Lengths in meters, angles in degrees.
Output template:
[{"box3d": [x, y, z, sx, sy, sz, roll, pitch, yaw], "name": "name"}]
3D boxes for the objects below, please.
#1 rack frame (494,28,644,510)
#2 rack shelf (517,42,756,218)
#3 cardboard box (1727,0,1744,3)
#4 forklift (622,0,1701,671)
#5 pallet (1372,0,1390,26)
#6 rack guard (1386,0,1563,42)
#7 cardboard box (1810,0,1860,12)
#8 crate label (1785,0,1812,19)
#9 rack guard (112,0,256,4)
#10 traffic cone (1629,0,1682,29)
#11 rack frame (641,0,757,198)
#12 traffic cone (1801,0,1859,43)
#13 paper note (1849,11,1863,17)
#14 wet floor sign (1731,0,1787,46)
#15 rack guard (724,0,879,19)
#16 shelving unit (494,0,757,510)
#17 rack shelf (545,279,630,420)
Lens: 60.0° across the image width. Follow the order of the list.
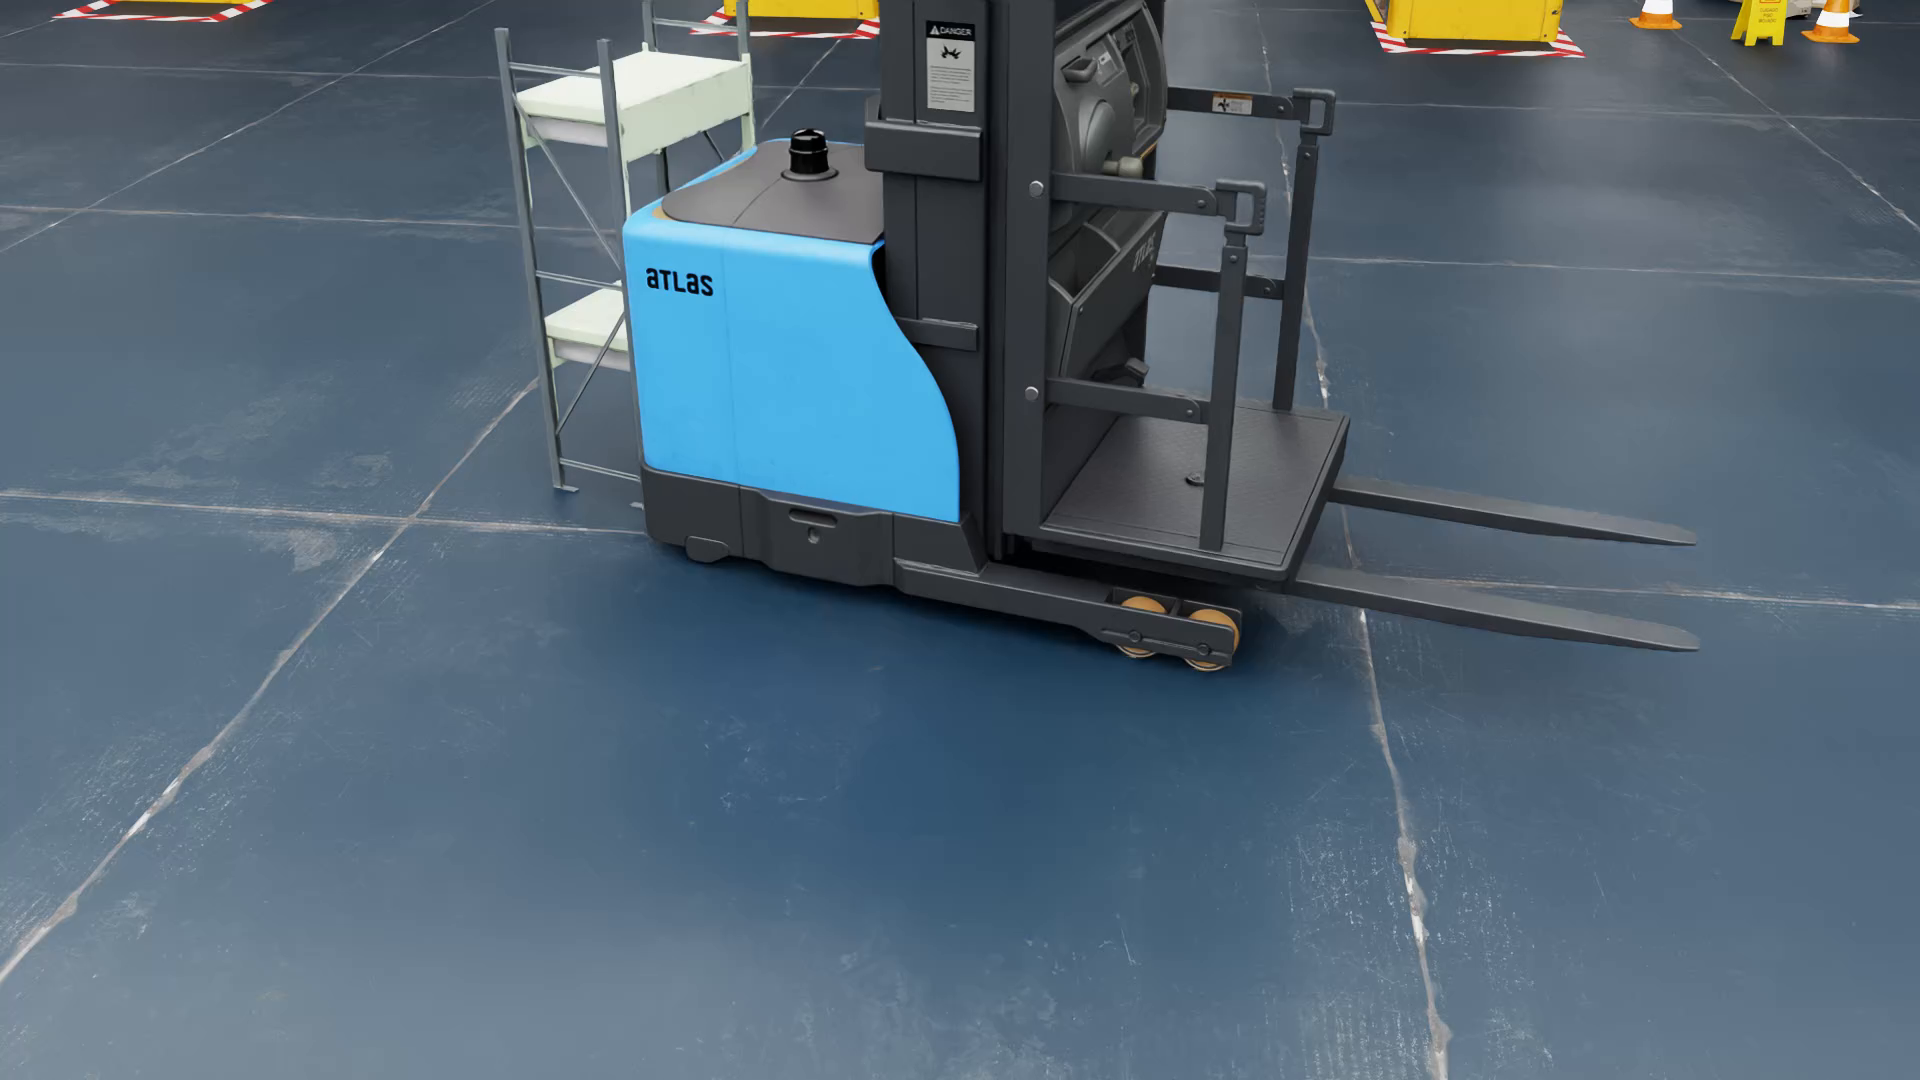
[{"box3d": [-1.177, -0.798, 5.149, 0.400, 1.500, 0.023, 13, 31, 22], "name": "rack frame"}, {"box3d": [-1.019, -1.298, 5.255, 0.431, 0.370, 0.720, 13, 31, 22], "name": "rack shelf"}, {"box3d": [6.323, -4.621, 13.297, 0.797, 0.503, 0.637, -17, 33, -29], "name": "cardboard box"}, {"box3d": [0.598, -1.215, 4.415, 3.031, 2.935, 1.130, 10, 30, 18], "name": "forklift"}, {"box3d": [3.715, -4.139, 12.711, 1.003, 0.211, 1.213, 3, 28, 6], "name": "pallet"}, {"box3d": [3.692, -3.874, 11.915, 1.175, 0.500, 0.348, 3, 28, 6], "name": "rack guard"}, {"box3d": [6.776, -4.225, 12.936, 0.380, 0.149, 0.250, 20, 34, 32], "name": "cardboard box"}, {"box3d": [6.284, -4.041, 12.607, 0.250, 0.136, 0.298, -11, 30, -20], "name": "crate label"}, {"box3d": [-6.168, -4.548, 13.165, 1.175, 0.500, 0.348, 3, 28, 6], "name": "rack guard"}, {"box3d": [5.169, -4.037, 12.255, 0.336, 0.463, 0.334, 3, 28, 6], "name": "traffic cone"}, {"box3d": [-0.862, -1.111, 5.731, 0.400, 1.500, 0.023, 13, 31, 22], "name": "rack frame"}, {"box3d": [6.249, -3.811, 11.836, 0.336, 0.463, 0.334, 3, 28, 6], "name": "traffic cone"}, {"box3d": [6.760, -4.000, 12.642, 0.148, 0.019, 0.142, -6, 29, -11], "name": "paper note"}, {"box3d": [5.657, -3.821, 11.662, 0.267, 0.644, 0.232, -1, 28, -3], "name": "wet floor sign"}, {"box3d": [-1.206, -4.257, 12.625, 1.175, 0.500, 0.348, 3, 28, 6], "name": "rack guard"}, {"box3d": [-1.019, -0.954, 5.440, 0.431, 1.500, 0.755, 13, 31, 22], "name": "shelving unit"}, {"box3d": [-1.019, -0.667, 5.595, 0.431, 0.370, 0.720, 13, 31, 22], "name": "rack shelf"}]
